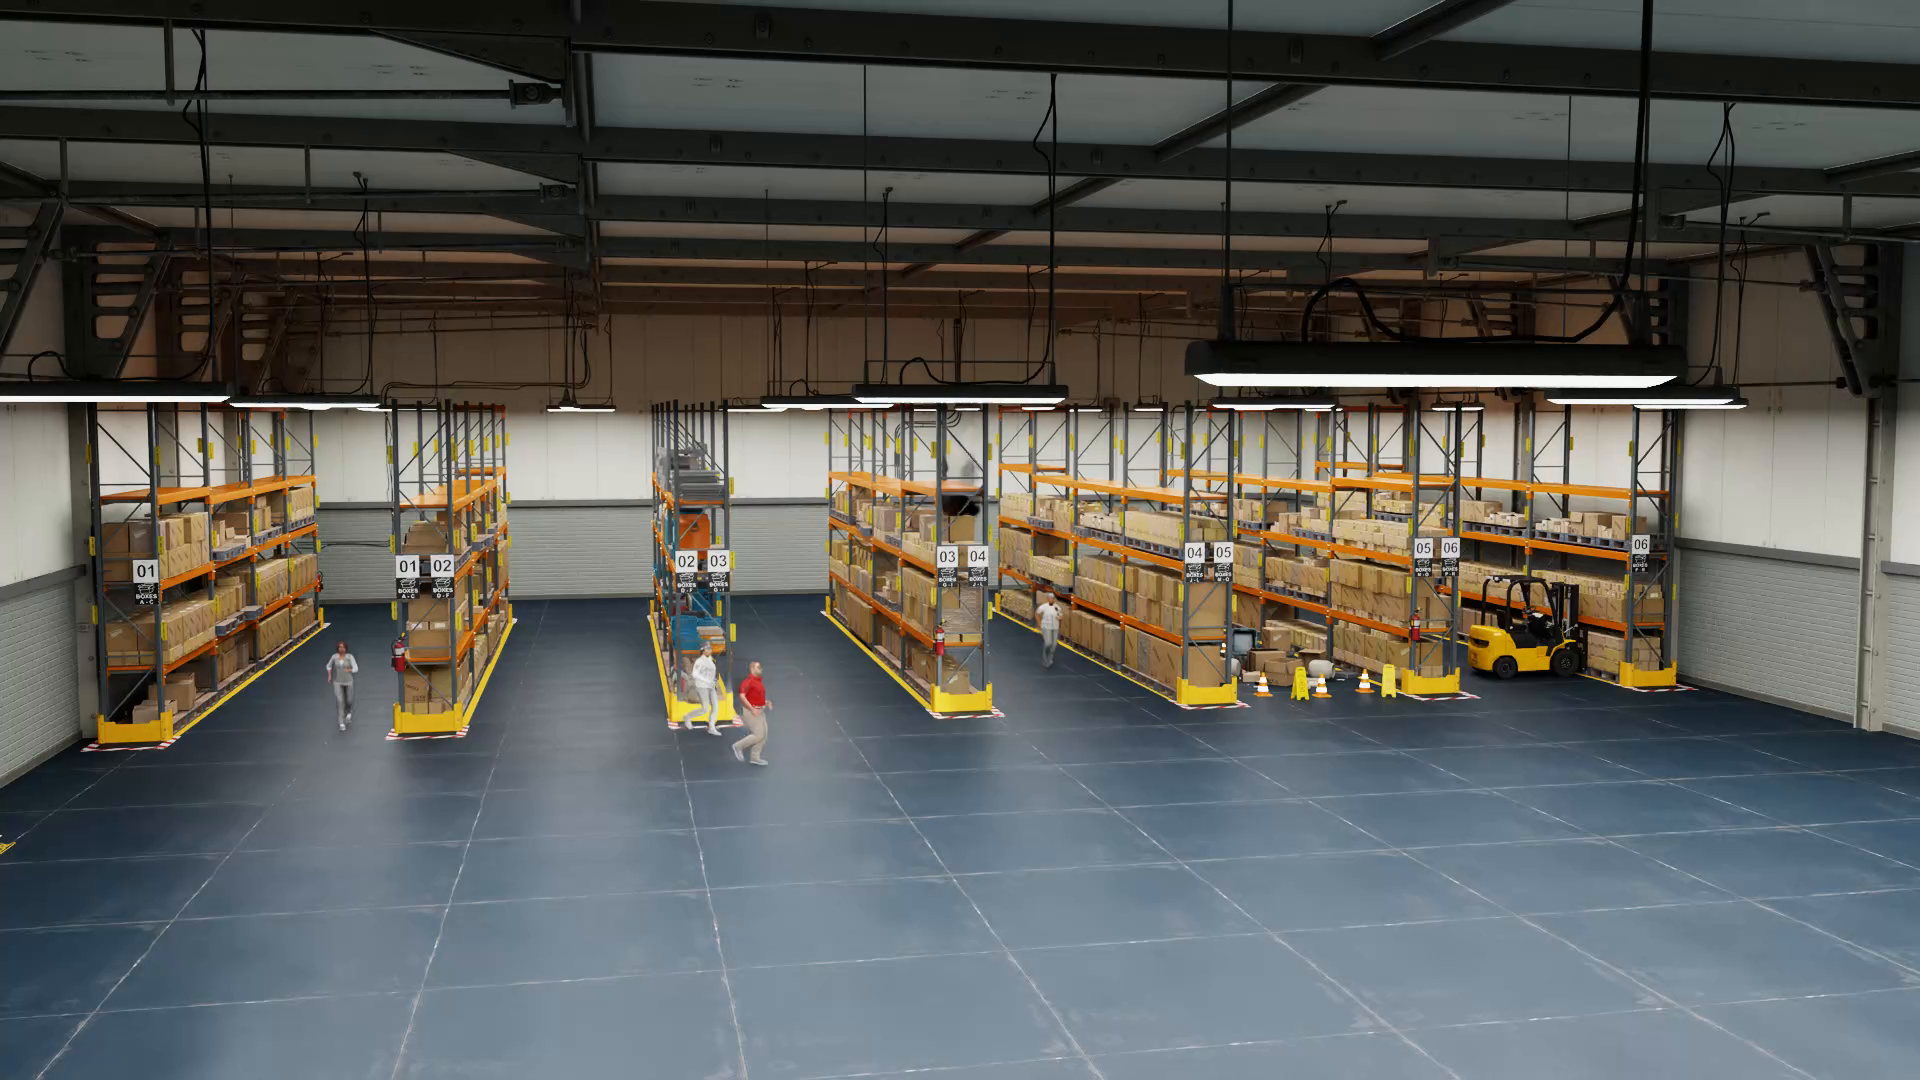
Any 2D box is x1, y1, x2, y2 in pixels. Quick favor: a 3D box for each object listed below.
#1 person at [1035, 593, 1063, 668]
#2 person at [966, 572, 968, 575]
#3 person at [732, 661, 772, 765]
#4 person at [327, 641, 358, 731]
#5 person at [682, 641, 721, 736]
[{"bbox_3d":[2.049,2.056,37.777,0.575,1.708,0.711,-1,5,-17],"label":"person"},{"bbox_3d":[0.387,1.423,45.979,0.541,1.660,0.670,-1,4,-14],"label":"person"},{"bbox_3d":[-3.407,2.831,27.254,0.600,1.702,0.683,1,4,12],"label":"person"},{"bbox_3d":[-11.228,2.625,30.241,0.542,1.563,0.898,-2,5,-19],"label":"person"},{"bbox_3d":[-4.621,2.650,29.795,0.735,1.704,0.637,1,4,13],"label":"person"}]
